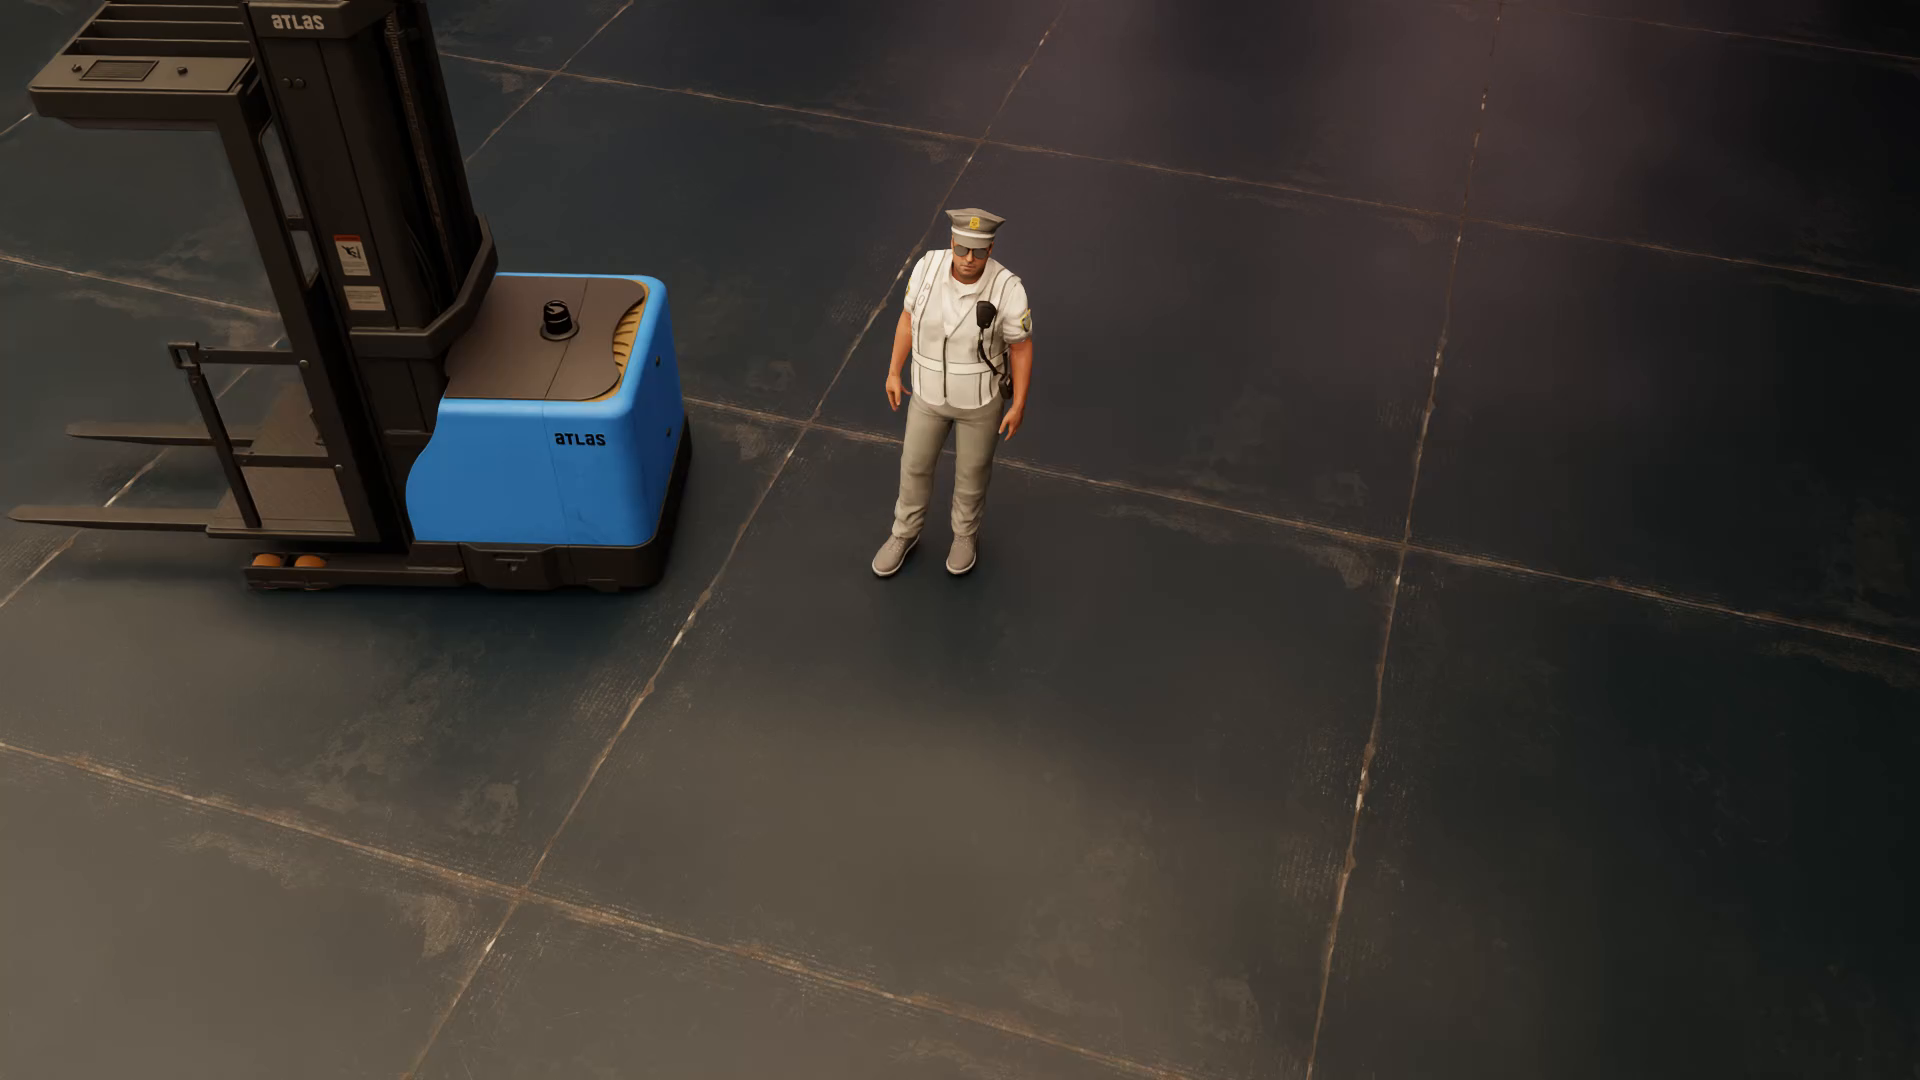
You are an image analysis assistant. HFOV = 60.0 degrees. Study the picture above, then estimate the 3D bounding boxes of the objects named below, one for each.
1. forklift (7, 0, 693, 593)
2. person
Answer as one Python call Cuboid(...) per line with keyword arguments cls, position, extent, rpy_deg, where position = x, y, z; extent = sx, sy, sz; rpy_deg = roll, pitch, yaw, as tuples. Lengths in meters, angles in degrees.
Cuboid(cls="forklift", position=(-2.848, -1.202, 6.981), extent=(3.031, 2.935, 1.130), rpy_deg=(2, 43, 2))
Cuboid(cls="person", position=(-0.035, -0.610, 7.178), extent=(0.640, 1.781, 0.575), rpy_deg=(12, 44, 13))
